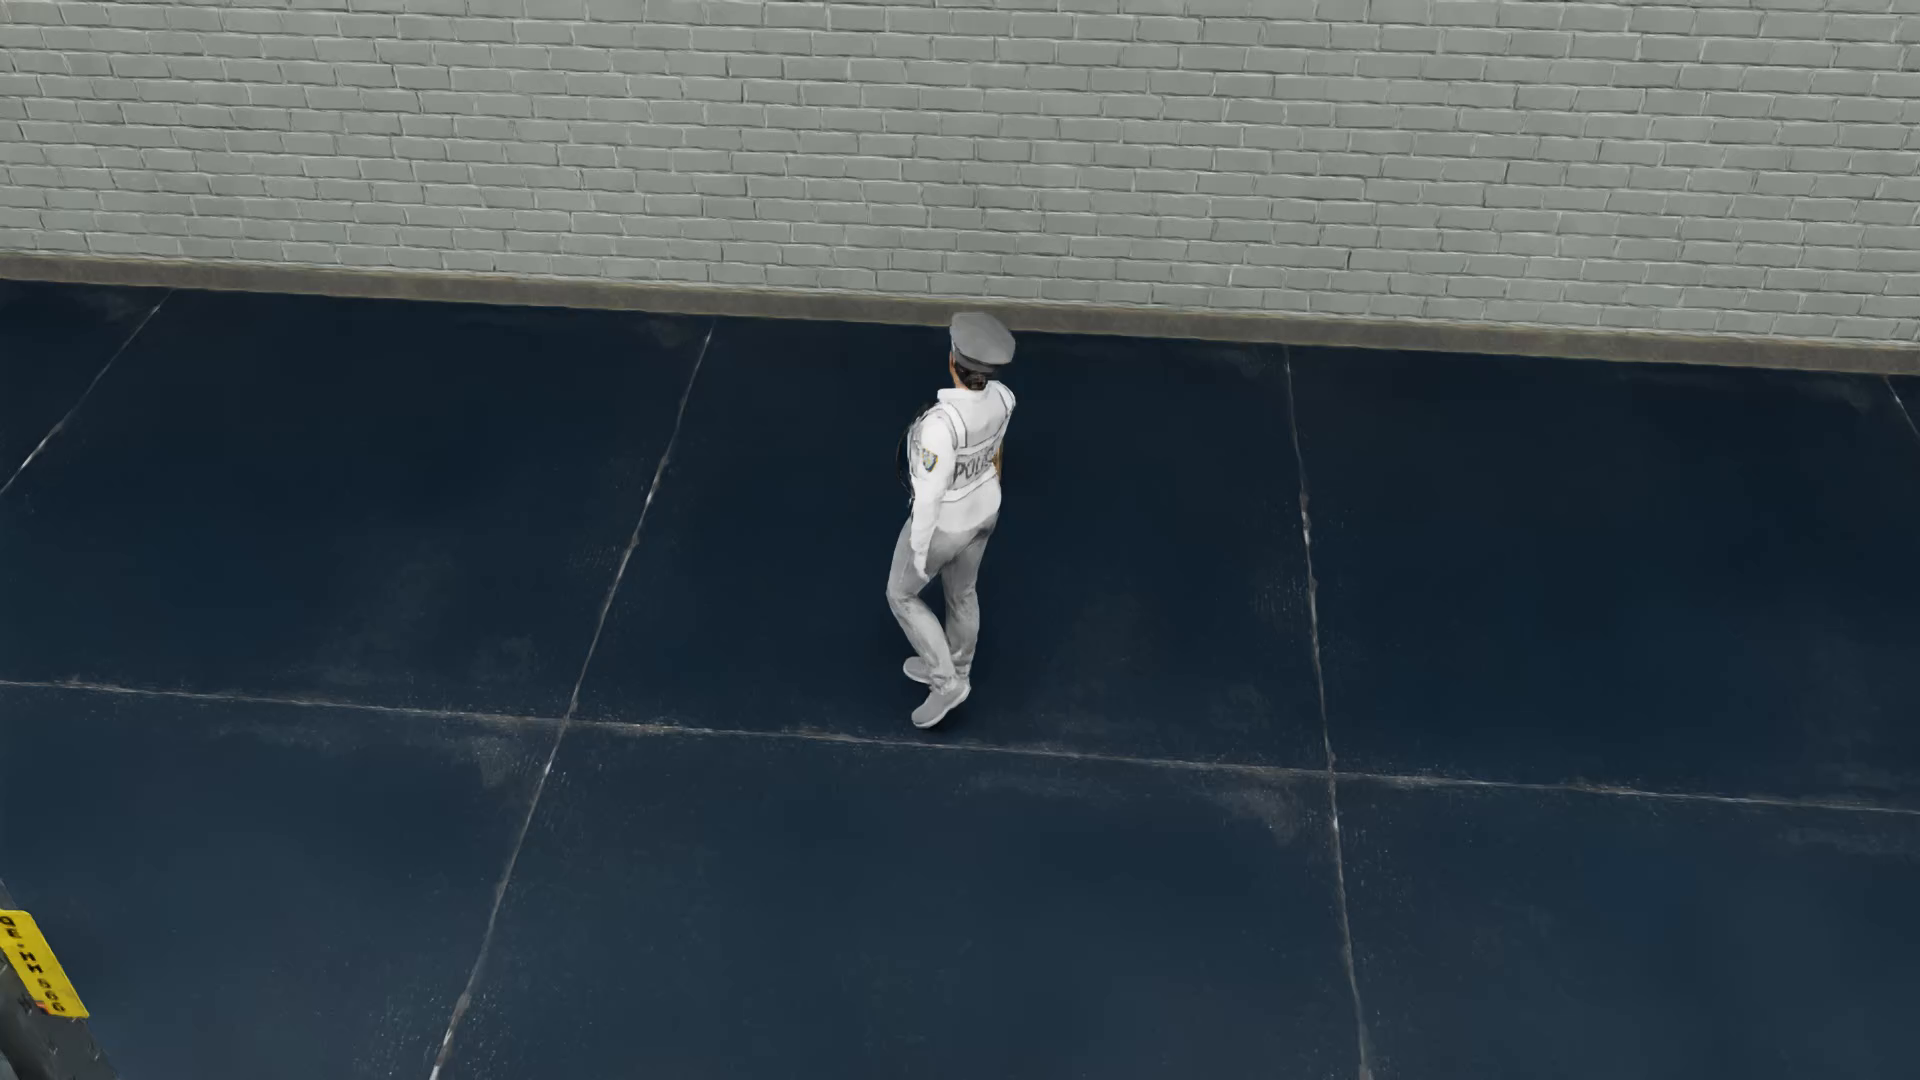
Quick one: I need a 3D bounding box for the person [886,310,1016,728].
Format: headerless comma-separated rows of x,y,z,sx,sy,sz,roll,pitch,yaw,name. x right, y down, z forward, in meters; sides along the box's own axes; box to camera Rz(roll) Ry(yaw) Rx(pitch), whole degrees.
-0.041,-0.057,6.212,0.417,1.675,0.568,28,47,29,person
